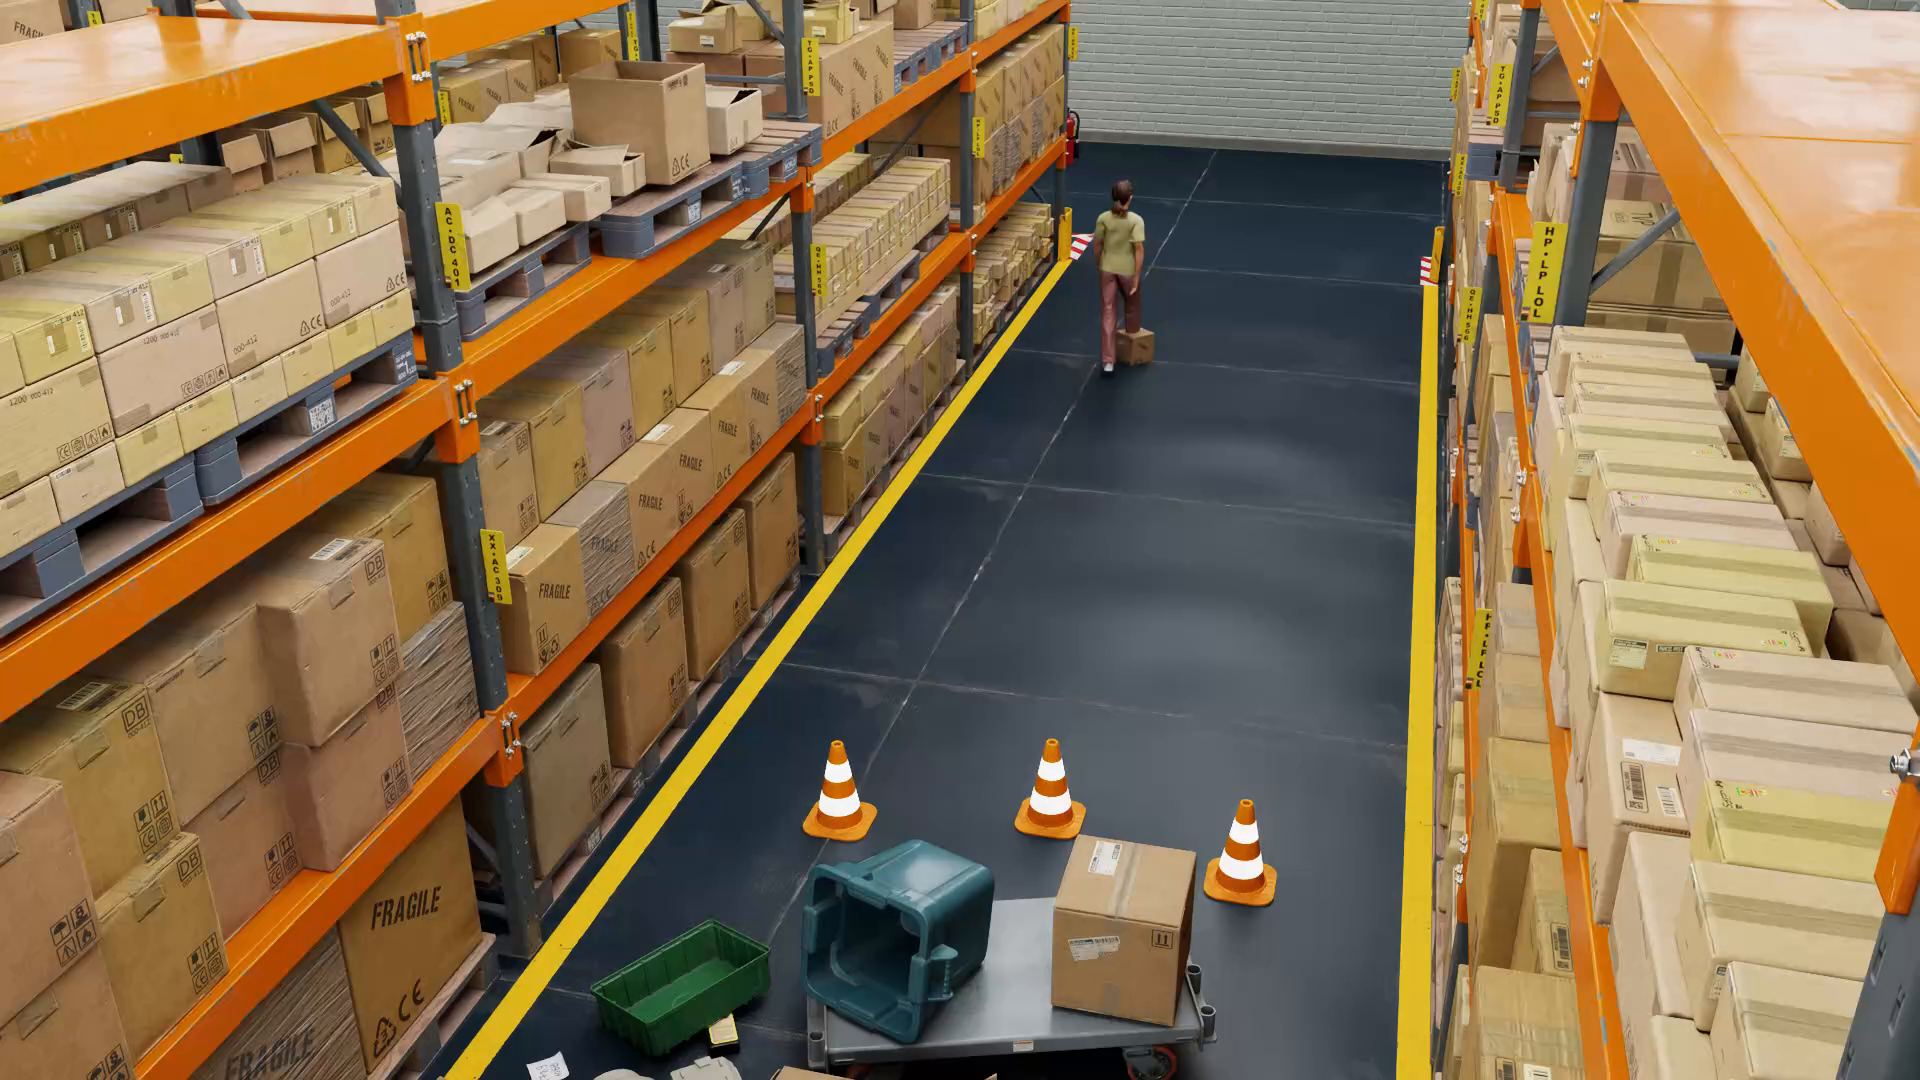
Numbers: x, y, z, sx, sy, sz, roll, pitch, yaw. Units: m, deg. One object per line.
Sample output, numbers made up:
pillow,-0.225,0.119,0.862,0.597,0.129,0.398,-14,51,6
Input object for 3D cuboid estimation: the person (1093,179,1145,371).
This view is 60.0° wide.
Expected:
person,1.400,-2.368,14.552,0.467,1.629,0.926,6,26,12
